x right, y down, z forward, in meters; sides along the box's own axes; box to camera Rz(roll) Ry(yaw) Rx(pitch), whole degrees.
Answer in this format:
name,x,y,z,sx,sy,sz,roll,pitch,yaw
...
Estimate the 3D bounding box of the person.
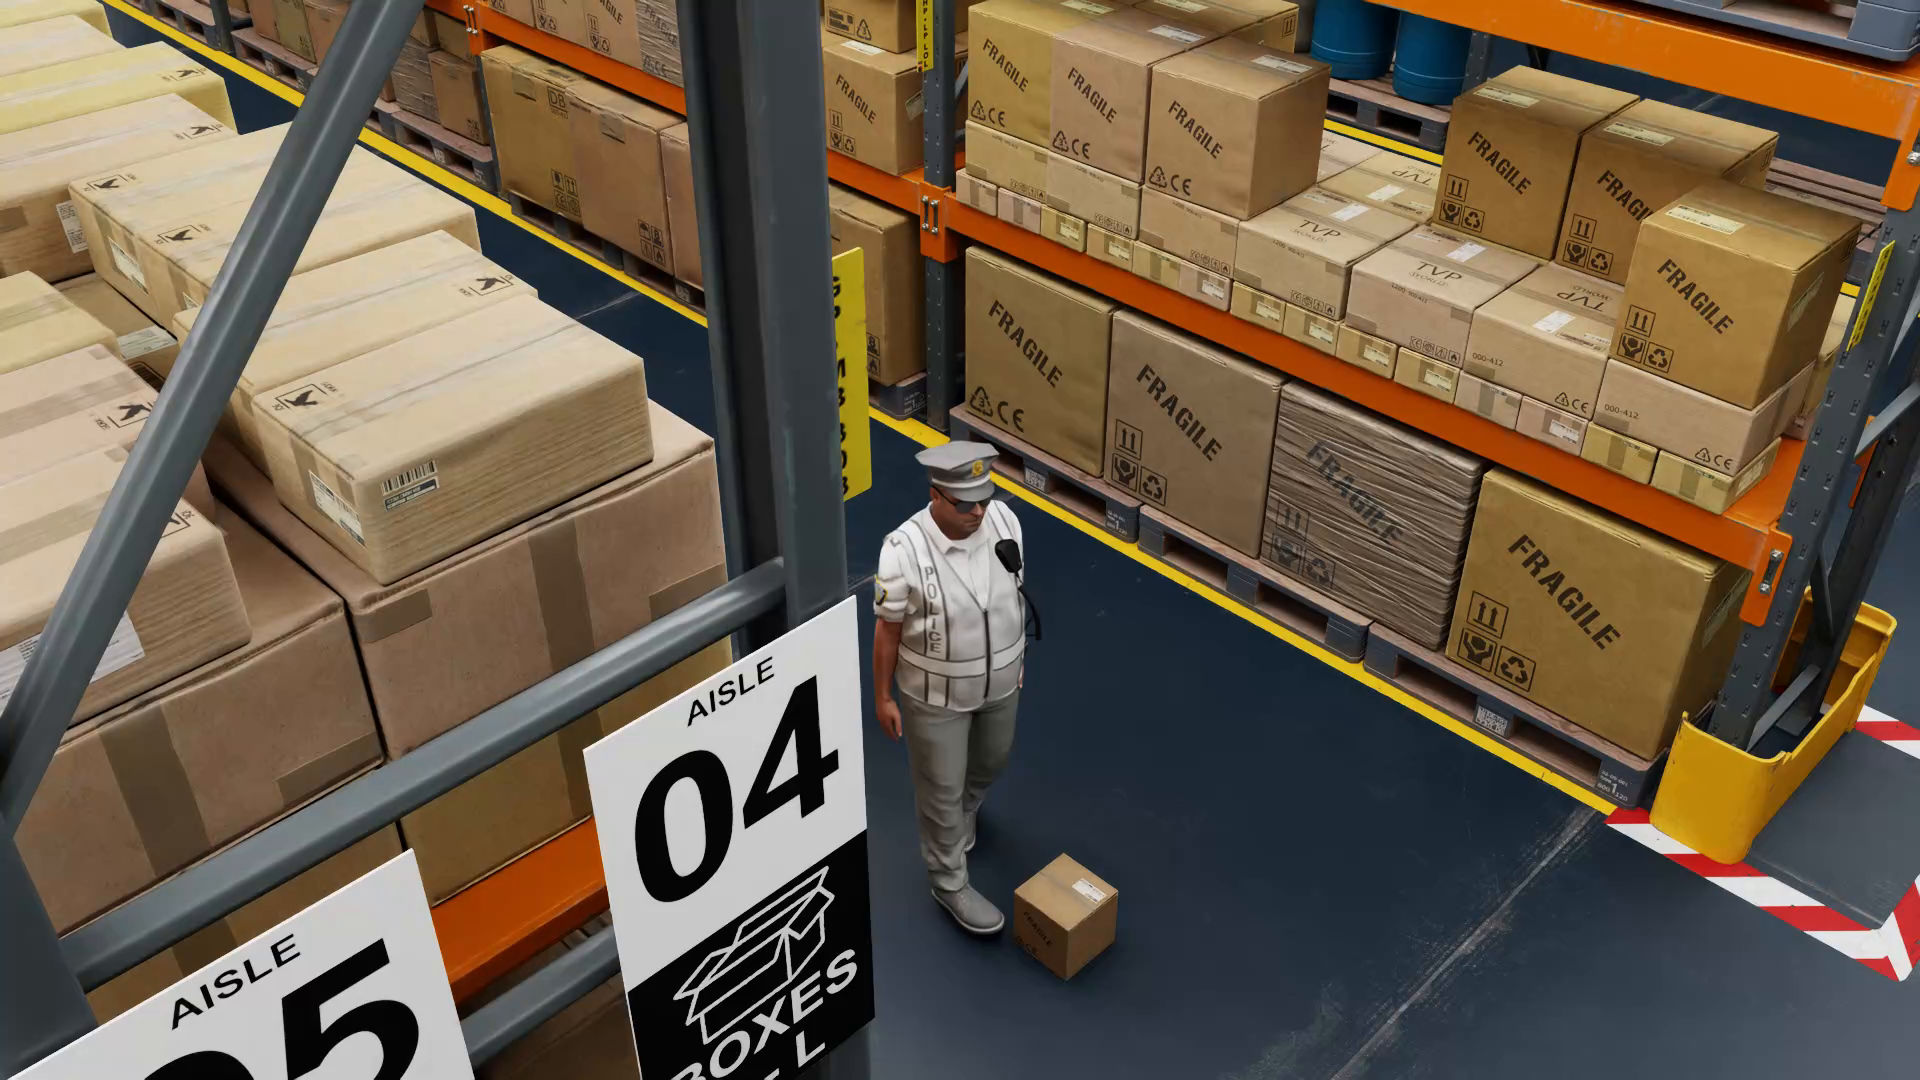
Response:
name,x,y,z,sx,sy,sz,roll,pitch,yaw
person,0.009,0.481,5.459,0.565,1.775,0.671,-18,39,-23
